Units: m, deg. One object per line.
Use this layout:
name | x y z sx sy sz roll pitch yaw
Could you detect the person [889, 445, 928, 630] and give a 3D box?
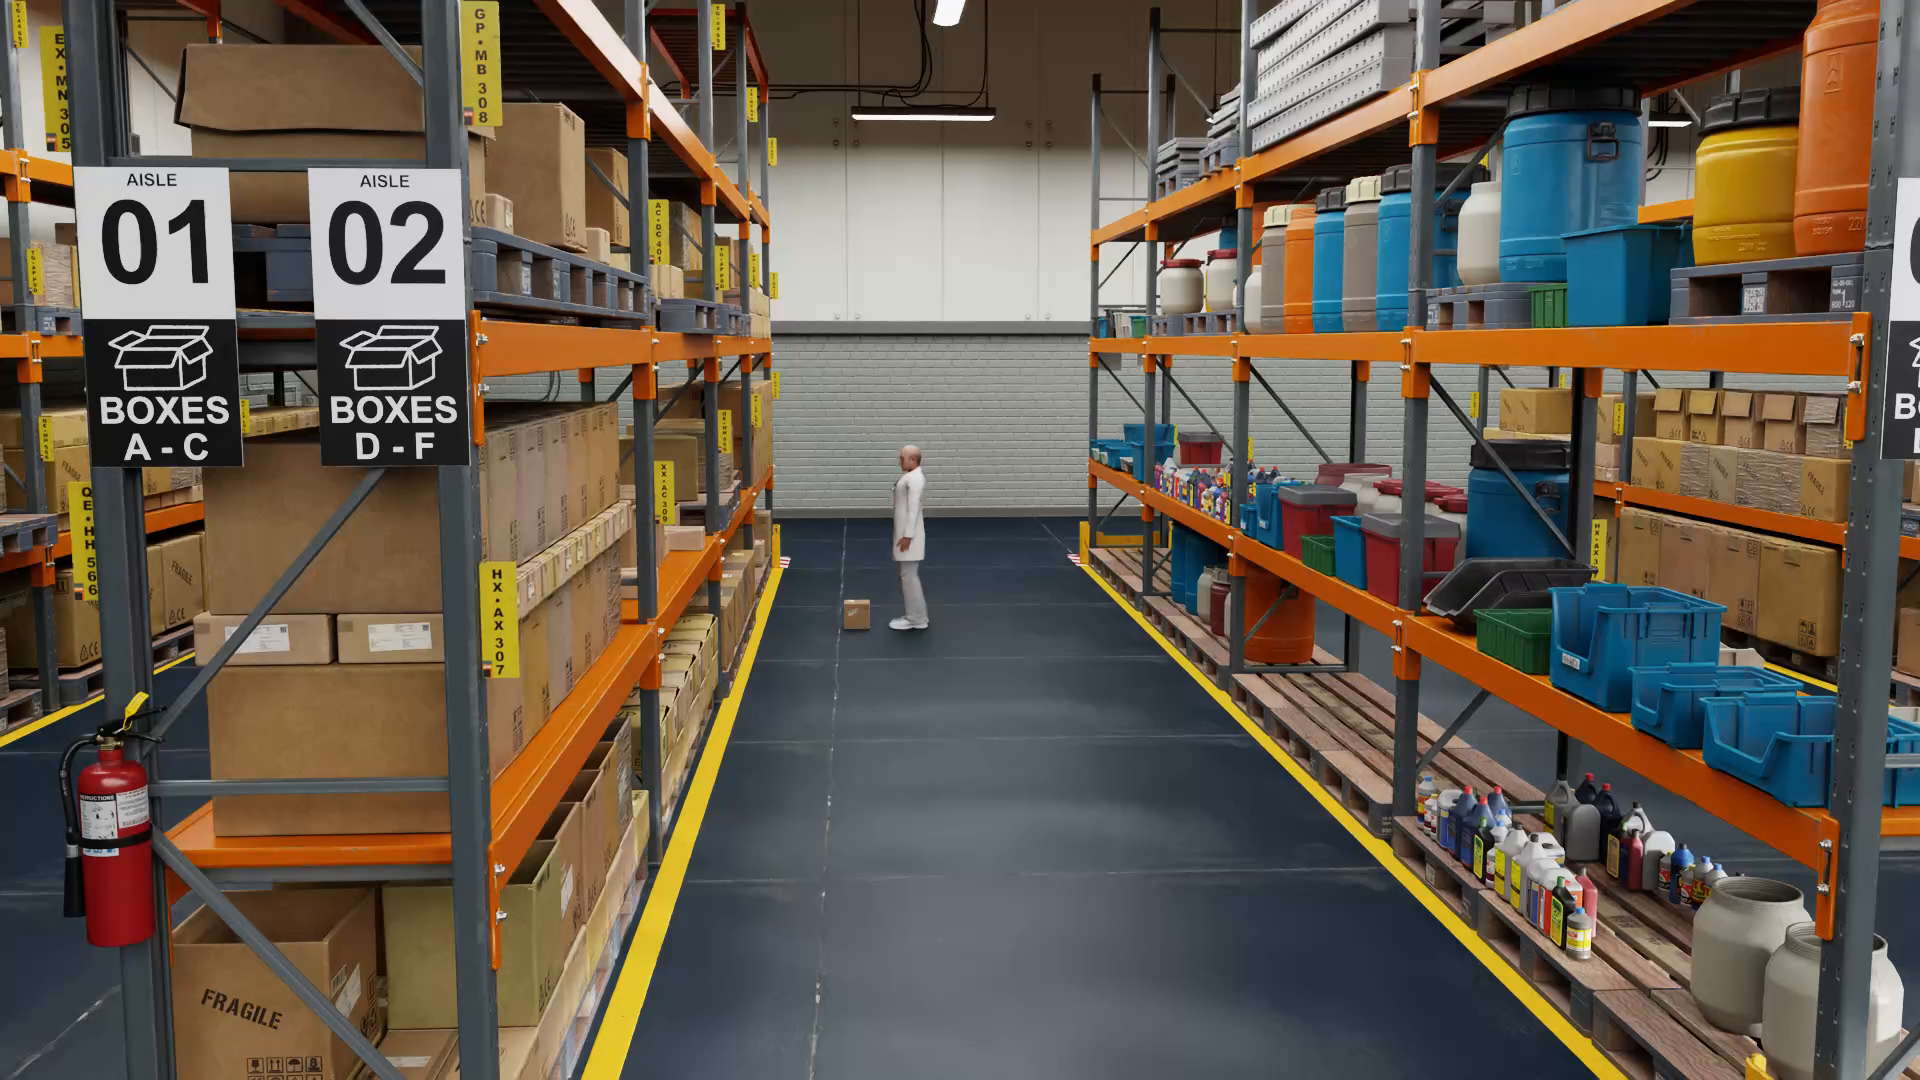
person | -0.498 -0.027 16.089 0.383 1.783 0.562 0 7 -3
